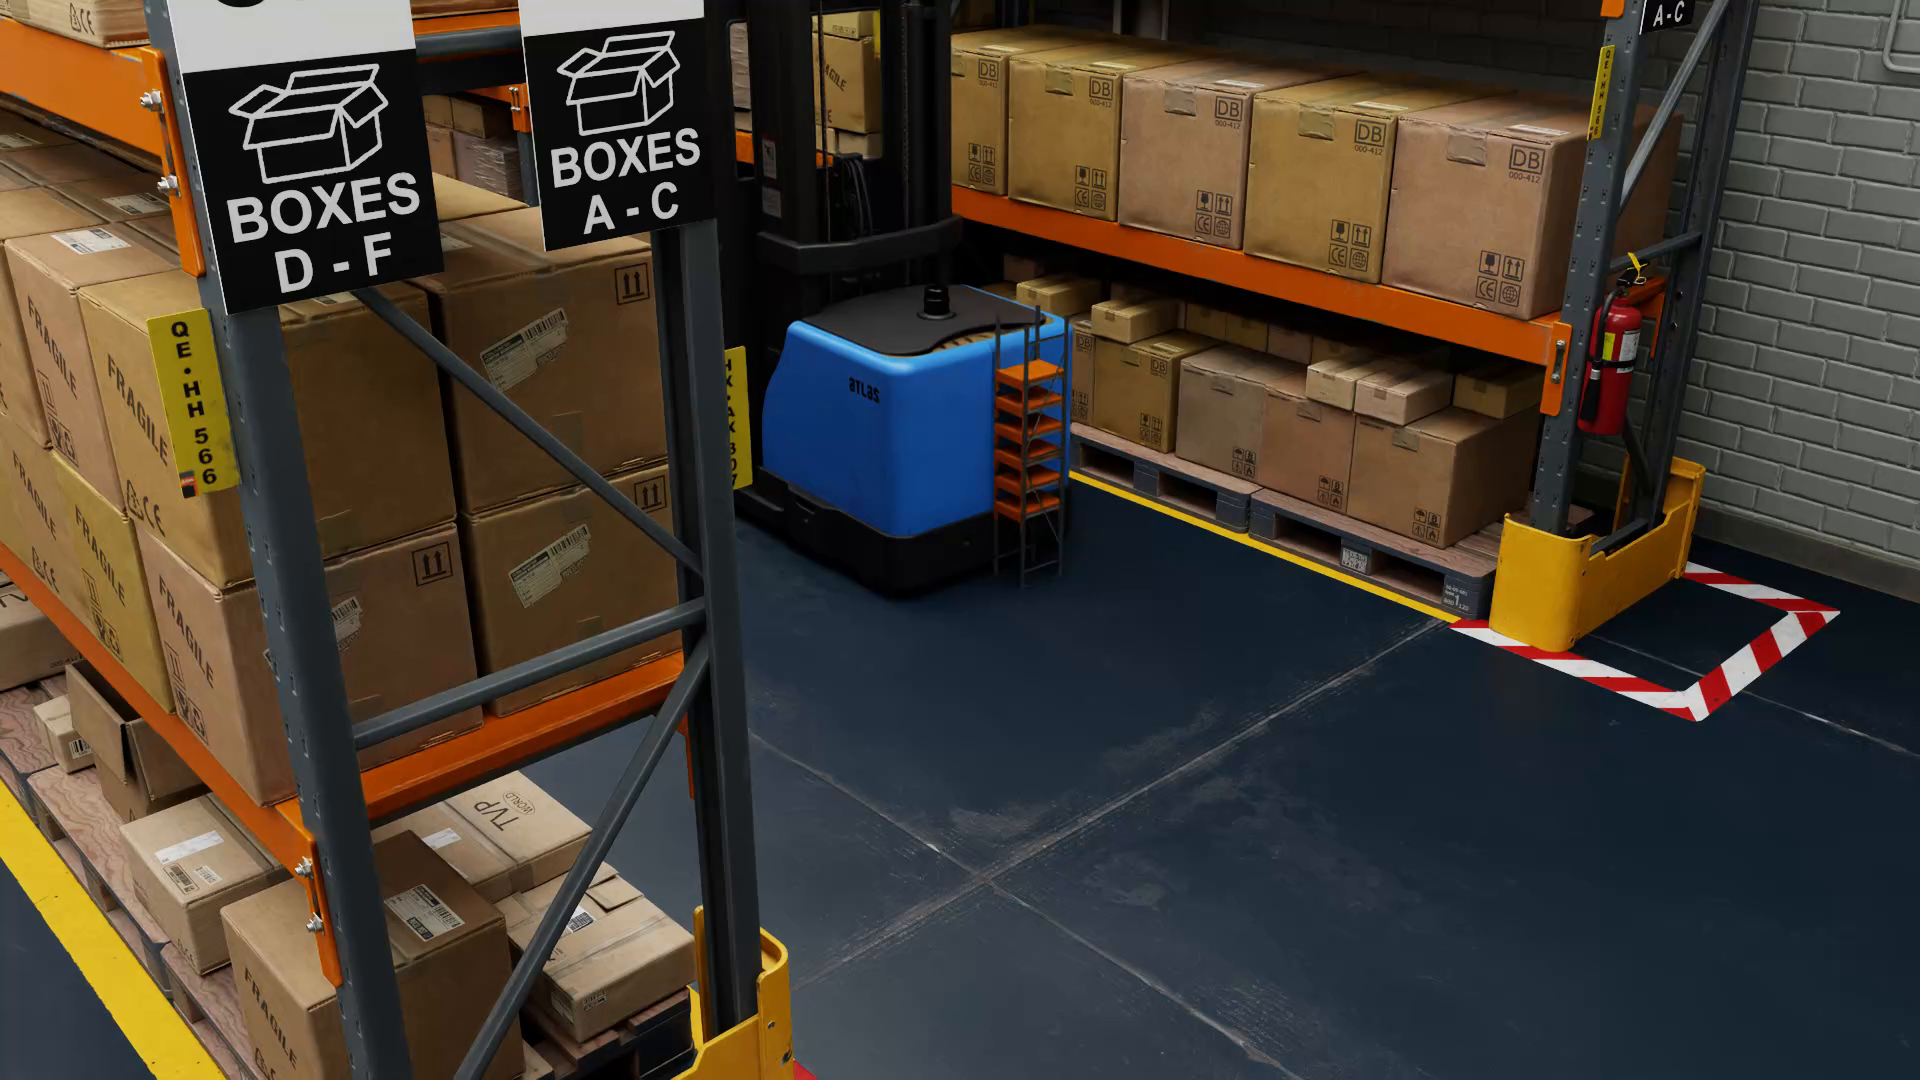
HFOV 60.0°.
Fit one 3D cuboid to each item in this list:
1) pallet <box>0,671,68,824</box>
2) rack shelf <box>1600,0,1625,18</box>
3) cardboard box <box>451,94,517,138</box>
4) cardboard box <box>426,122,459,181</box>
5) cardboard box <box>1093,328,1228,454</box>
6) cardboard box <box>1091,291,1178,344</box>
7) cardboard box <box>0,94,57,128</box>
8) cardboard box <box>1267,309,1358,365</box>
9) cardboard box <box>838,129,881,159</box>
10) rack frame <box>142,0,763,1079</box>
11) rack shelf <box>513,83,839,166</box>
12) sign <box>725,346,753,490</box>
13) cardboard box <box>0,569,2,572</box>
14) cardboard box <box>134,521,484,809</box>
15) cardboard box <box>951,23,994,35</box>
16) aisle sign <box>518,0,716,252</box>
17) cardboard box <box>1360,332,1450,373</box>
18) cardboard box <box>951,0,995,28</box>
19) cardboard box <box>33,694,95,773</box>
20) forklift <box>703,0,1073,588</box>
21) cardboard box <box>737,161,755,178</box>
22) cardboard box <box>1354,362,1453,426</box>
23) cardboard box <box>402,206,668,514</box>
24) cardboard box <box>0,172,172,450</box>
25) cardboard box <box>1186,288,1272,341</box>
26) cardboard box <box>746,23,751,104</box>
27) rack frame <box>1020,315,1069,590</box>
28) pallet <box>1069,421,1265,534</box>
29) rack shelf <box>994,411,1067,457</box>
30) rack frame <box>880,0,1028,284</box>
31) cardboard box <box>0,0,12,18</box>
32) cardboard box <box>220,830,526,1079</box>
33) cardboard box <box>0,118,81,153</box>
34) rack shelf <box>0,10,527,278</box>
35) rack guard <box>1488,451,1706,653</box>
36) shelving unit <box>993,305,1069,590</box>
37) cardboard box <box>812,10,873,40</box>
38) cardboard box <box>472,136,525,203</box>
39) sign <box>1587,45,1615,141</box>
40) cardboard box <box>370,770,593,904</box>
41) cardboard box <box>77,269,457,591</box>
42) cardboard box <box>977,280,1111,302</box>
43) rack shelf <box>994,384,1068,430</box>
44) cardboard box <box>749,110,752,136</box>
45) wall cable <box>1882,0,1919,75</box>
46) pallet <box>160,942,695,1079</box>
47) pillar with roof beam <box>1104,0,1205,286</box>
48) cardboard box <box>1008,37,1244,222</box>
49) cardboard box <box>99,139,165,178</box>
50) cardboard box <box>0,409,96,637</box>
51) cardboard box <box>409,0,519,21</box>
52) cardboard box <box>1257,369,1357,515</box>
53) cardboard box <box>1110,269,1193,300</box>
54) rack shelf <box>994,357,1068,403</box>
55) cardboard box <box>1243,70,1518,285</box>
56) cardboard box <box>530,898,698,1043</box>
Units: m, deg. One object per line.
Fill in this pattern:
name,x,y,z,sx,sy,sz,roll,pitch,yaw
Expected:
pallet,-3.168,0.551,6.288,1.003,0.211,1.213,-21,32,-38
rack shelf,1.343,-2.764,7.448,1.077,0.370,4.000,-21,32,-38
cardboard box,-3.631,-3.342,13.041,0.500,0.250,0.500,-20,32,-38
cardboard box,-3.915,-3.142,13.506,0.700,0.500,0.500,-21,32,-39
cardboard box,1.103,-0.821,8.442,0.700,0.500,0.500,-20,31,-37
cardboard box,0.871,-1.112,8.298,0.380,0.149,0.250,-22,33,-40
cardboard box,-2.750,-1.192,5.425,0.500,0.500,0.500,-22,32,-39
cardboard box,1.698,-0.978,8.005,0.380,0.149,0.250,-21,32,-38
cardboard box,-0.461,-2.250,9.346,0.380,0.149,0.250,-21,32,-38
rack frame,-0.901,0.285,3.512,0.949,2.616,0.053,-21,32,-38
rack shelf,-1.390,-2.611,10.727,1.077,0.370,4.000,-21,32,-38
sign,-0.507,-0.262,3.668,0.100,0.325,0.005,-21,32,-38
cardboard box,-4.183,-0.057,6.743,0.500,0.500,0.500,-21,32,-39
cardboard box,-1.408,0.182,3.617,0.500,0.500,0.500,-20,31,-37
cardboard box,-0.154,-2.733,9.625,0.500,0.500,0.500,22,33,40
aisle sign,-0.642,-0.960,3.108,0.394,0.787,0.004,-21,32,-38
cardboard box,2.044,-0.825,7.670,0.380,0.149,0.250,-21,32,-38
cardboard box,-0.148,-3.077,9.474,0.500,0.250,0.500,-20,31,-37
cardboard box,-2.909,0.610,5.681,0.380,0.166,0.250,-21,32,-38
forklift,-0.798,-1.668,7.876,1.130,2.935,3.031,-18,30,-35
cardboard box,-1.172,-1.974,10.547,0.750,0.750,0.750,-20,31,-37
cardboard box,1.938,-0.641,7.264,0.380,0.149,0.250,-22,32,-39
cardboard box,-1.014,-0.424,3.740,0.500,0.500,0.500,-20,31,-37
cardboard box,-2.112,-0.580,4.082,0.500,0.500,0.500,-20,31,-37
cardboard box,1.350,-1.133,8.343,0.380,0.149,0.250,-22,32,-39
cardboard box,-0.879,-2.743,9.645,0.500,0.500,0.500,-21,32,-38
rack frame,0.359,-0.359,7.092,0.240,1.200,0.006,-18,30,-35
pallet,1.277,-0.442,8.464,1.003,0.211,1.213,-21,32,-38
rack shelf,0.302,-0.458,7.126,0.258,0.103,0.180,-18,30,-35
rack frame,-0.023,-2.333,9.249,1.000,3.000,0.127,-21,32,-38
cardboard box,-1.780,-1.246,3.434,0.500,0.250,0.500,-21,32,-38
cardboard box,-1.454,1.128,4.145,0.500,0.500,0.500,-21,32,-38
cardboard box,-2.816,-0.892,4.766,0.500,0.500,0.500,-22,33,-40
rack shelf,-2.270,-1.358,4.365,1.077,0.370,4.000,-21,32,-38
rack guard,2.727,0.024,7.096,1.175,0.500,0.348,-21,32,-38
shelving unit,0.302,-0.389,7.157,0.258,1.200,0.189,-18,30,-35
cardboard box,-0.529,-2.933,9.158,0.500,0.250,0.500,-20,31,-37
cardboard box,-3.288,-2.811,12.779,0.700,0.500,0.500,-21,32,-38
sign,2.305,-1.606,5.975,0.100,0.325,0.005,-21,32,-38
cardboard box,-1.409,0.940,4.859,0.500,0.250,0.500,-21,32,-38
cardboard box,-1.408,-0.272,3.406,0.500,0.500,0.500,-22,32,-39
cardboard box,0.413,-1.131,9.120,0.700,0.500,0.500,-21,32,-38
rack shelf,0.302,-0.567,7.076,0.258,0.103,0.180,-18,30,-35
cardboard box,-1.019,-2.474,9.837,0.380,0.149,0.250,-21,32,-38
wall cable,4.276,-1.463,6.120,0.084,1.984,1.851,-21,32,-38
pallet,-1.500,1.290,4.668,1.003,0.211,1.213,-21,32,-38
pillar with roof beam,-2.056,-3.874,5.400,9.100,9.000,0.400,-21,32,-38
cardboard box,0.830,-2.077,8.328,0.980,0.700,0.700,-22,33,-40
cardboard box,-2.063,-0.887,4.755,0.500,0.500,0.500,-22,32,-39
cardboard box,-2.102,-0.127,4.294,0.500,0.500,0.500,-21,32,-38
cardboard box,-1.068,-1.239,3.418,0.500,0.250,0.500,-21,32,-38
cardboard box,1.817,-0.510,7.759,0.700,0.500,0.500,-21,32,-39
cardboard box,1.001,-1.287,8.682,0.380,0.149,0.250,-23,33,-40
rack shelf,0.302,-0.676,7.026,0.258,0.103,0.180,-18,30,-35
cardboard box,1.849,-1.626,7.339,0.980,0.700,0.700,-22,32,-39
cardboard box,-0.938,1.158,4.502,0.380,0.149,0.250,-21,32,-38
